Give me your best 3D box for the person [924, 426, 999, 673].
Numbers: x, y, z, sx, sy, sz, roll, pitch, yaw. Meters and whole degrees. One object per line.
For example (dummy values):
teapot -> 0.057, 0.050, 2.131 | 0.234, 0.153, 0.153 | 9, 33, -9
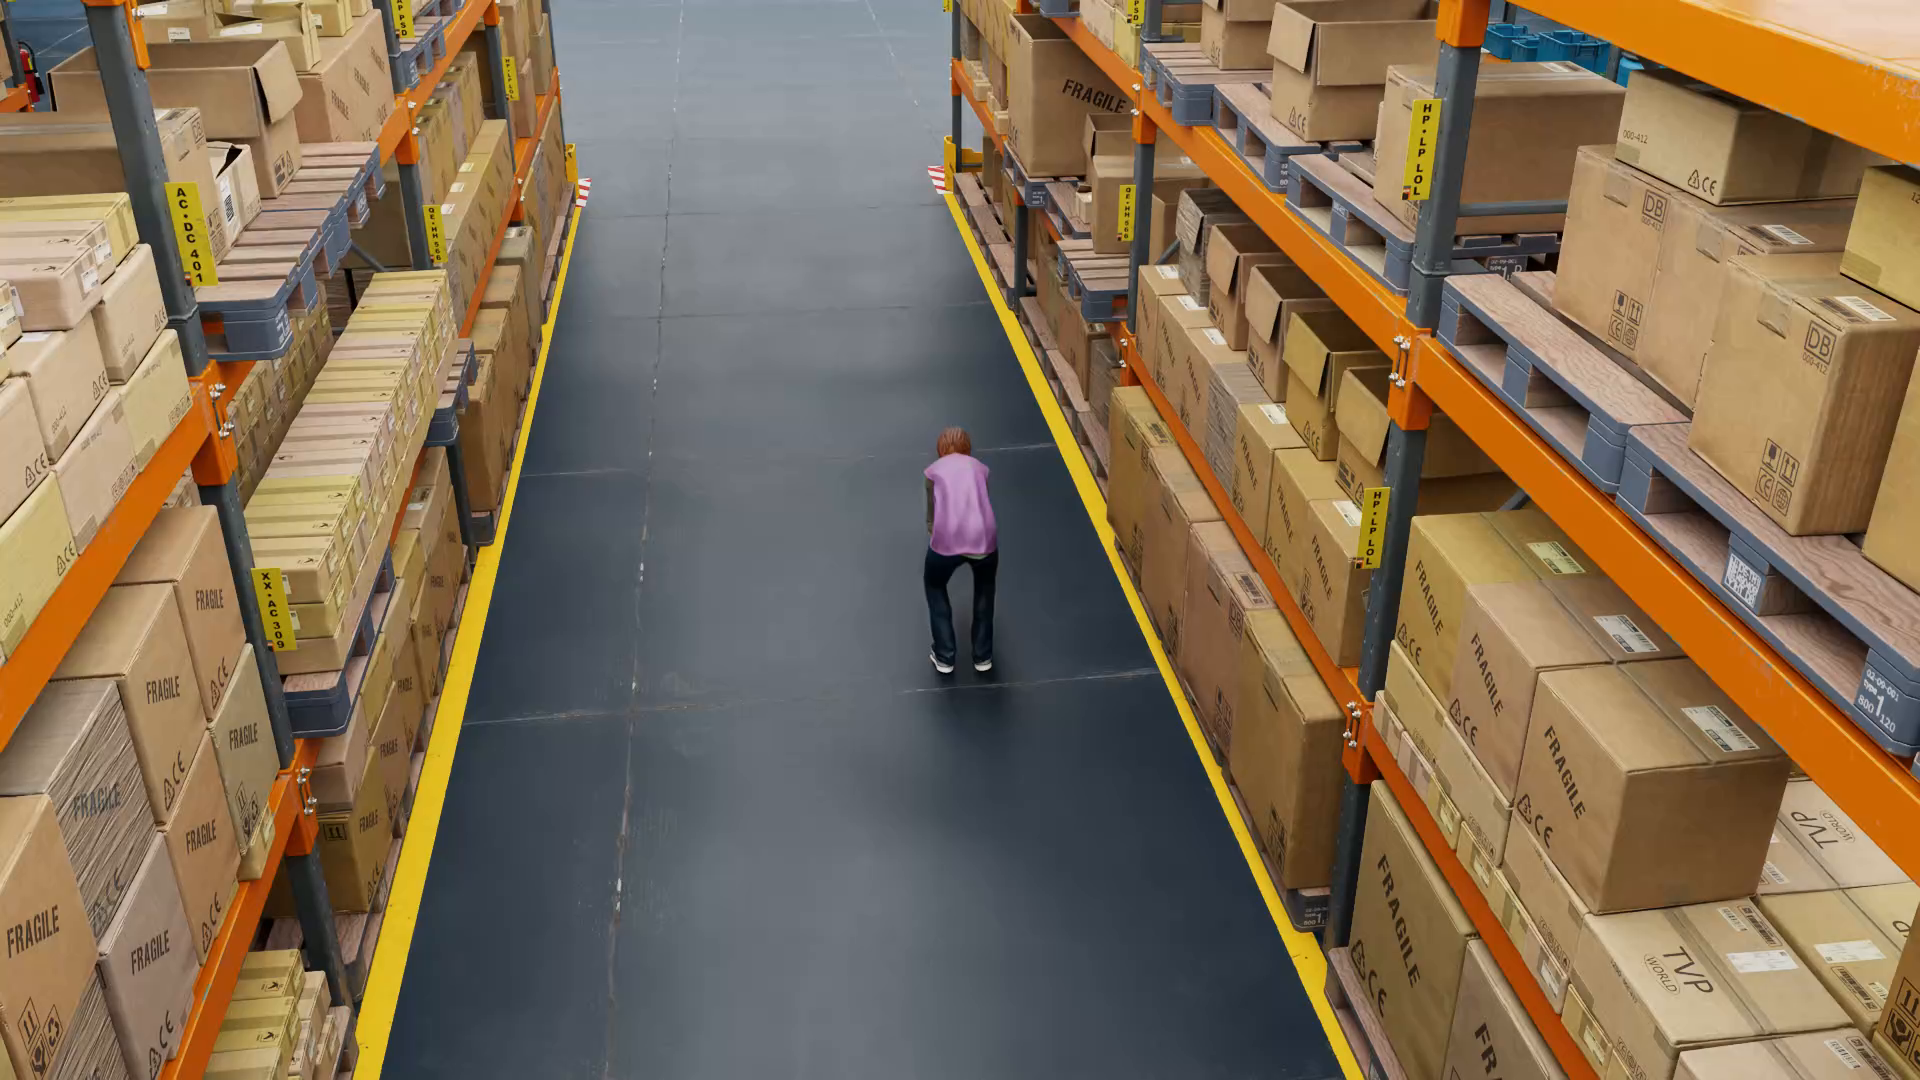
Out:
person -> -0.003, 0.066, 8.962 | 0.413, 1.177, 0.826 | -4, 28, -7
